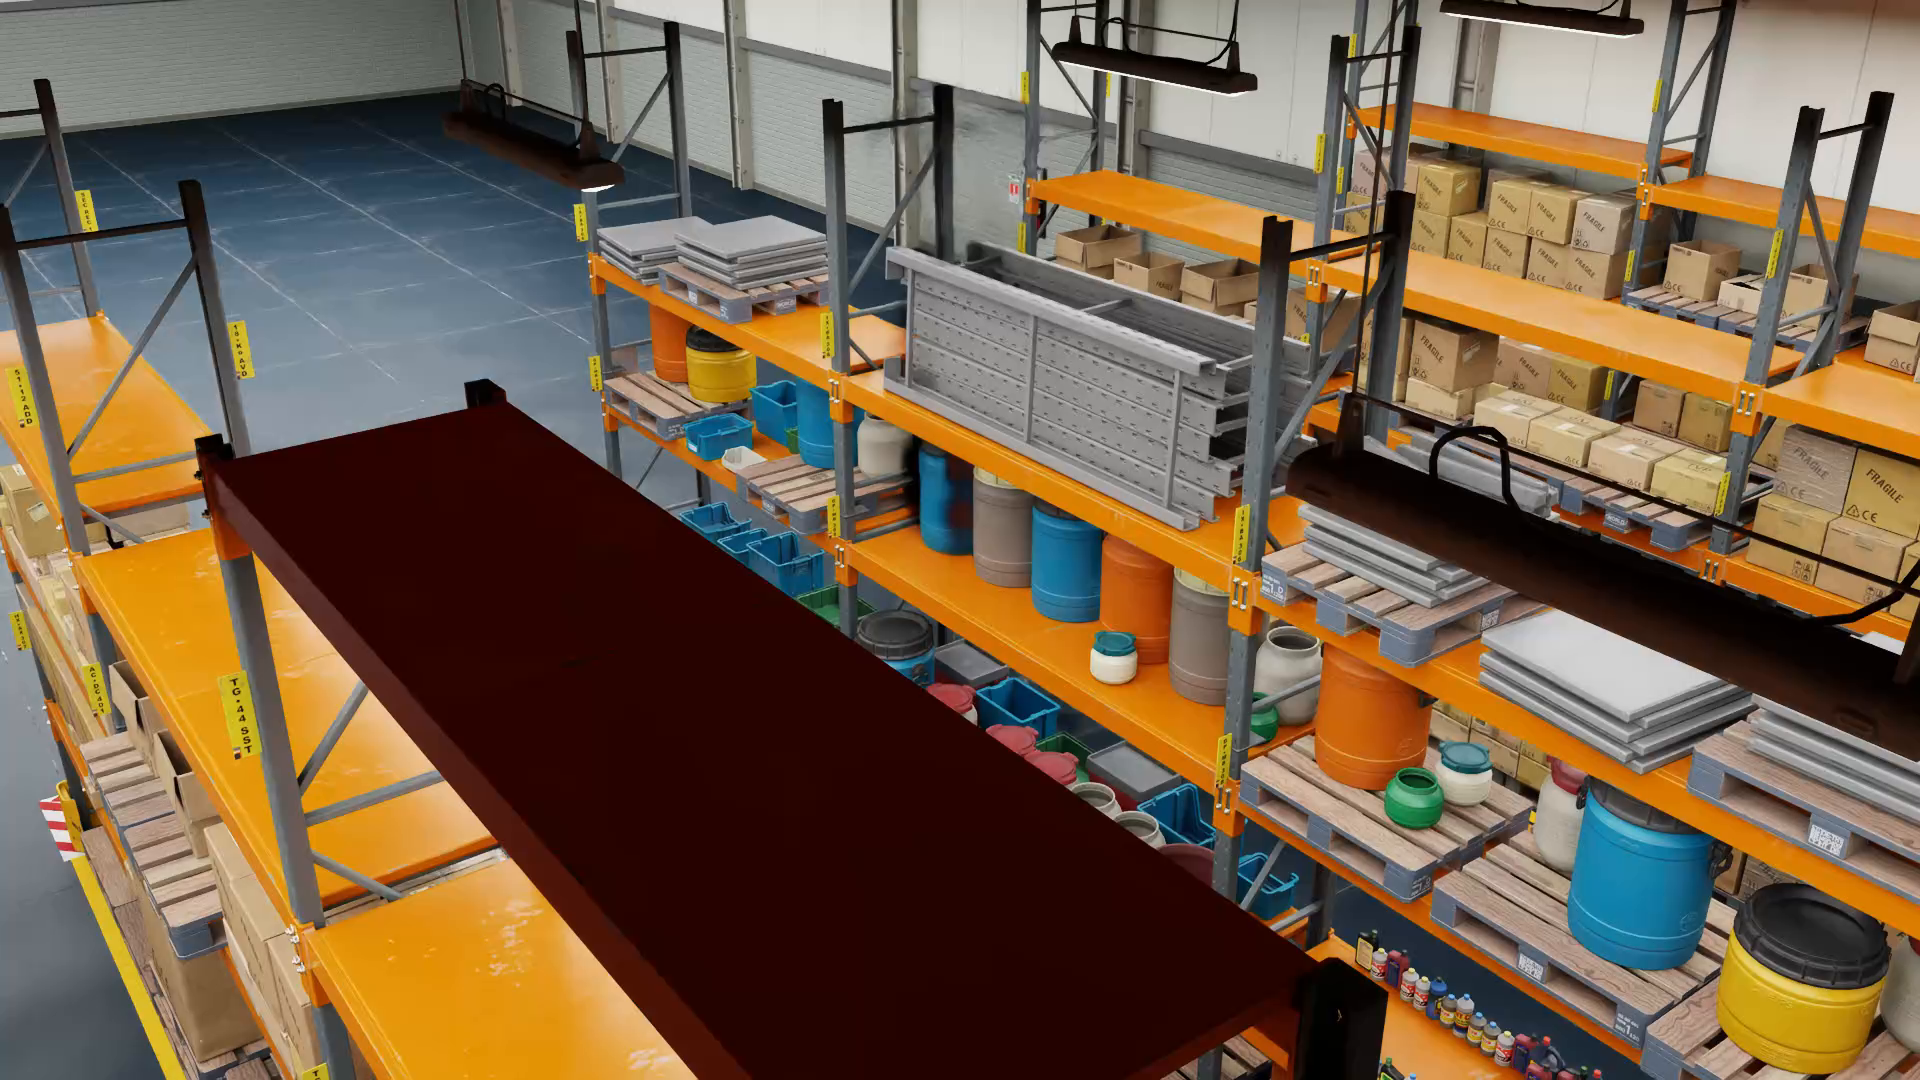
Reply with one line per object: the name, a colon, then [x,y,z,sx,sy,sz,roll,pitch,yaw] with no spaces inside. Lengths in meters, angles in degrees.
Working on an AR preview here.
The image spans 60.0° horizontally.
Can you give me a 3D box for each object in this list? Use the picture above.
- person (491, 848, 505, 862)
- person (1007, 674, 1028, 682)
person: [-3.428,2.544,11.401,0.648,1.751,0.613,-22,33,-39]
person: [0.423,0.730,15.524,0.616,1.614,0.550,-21,32,-38]
